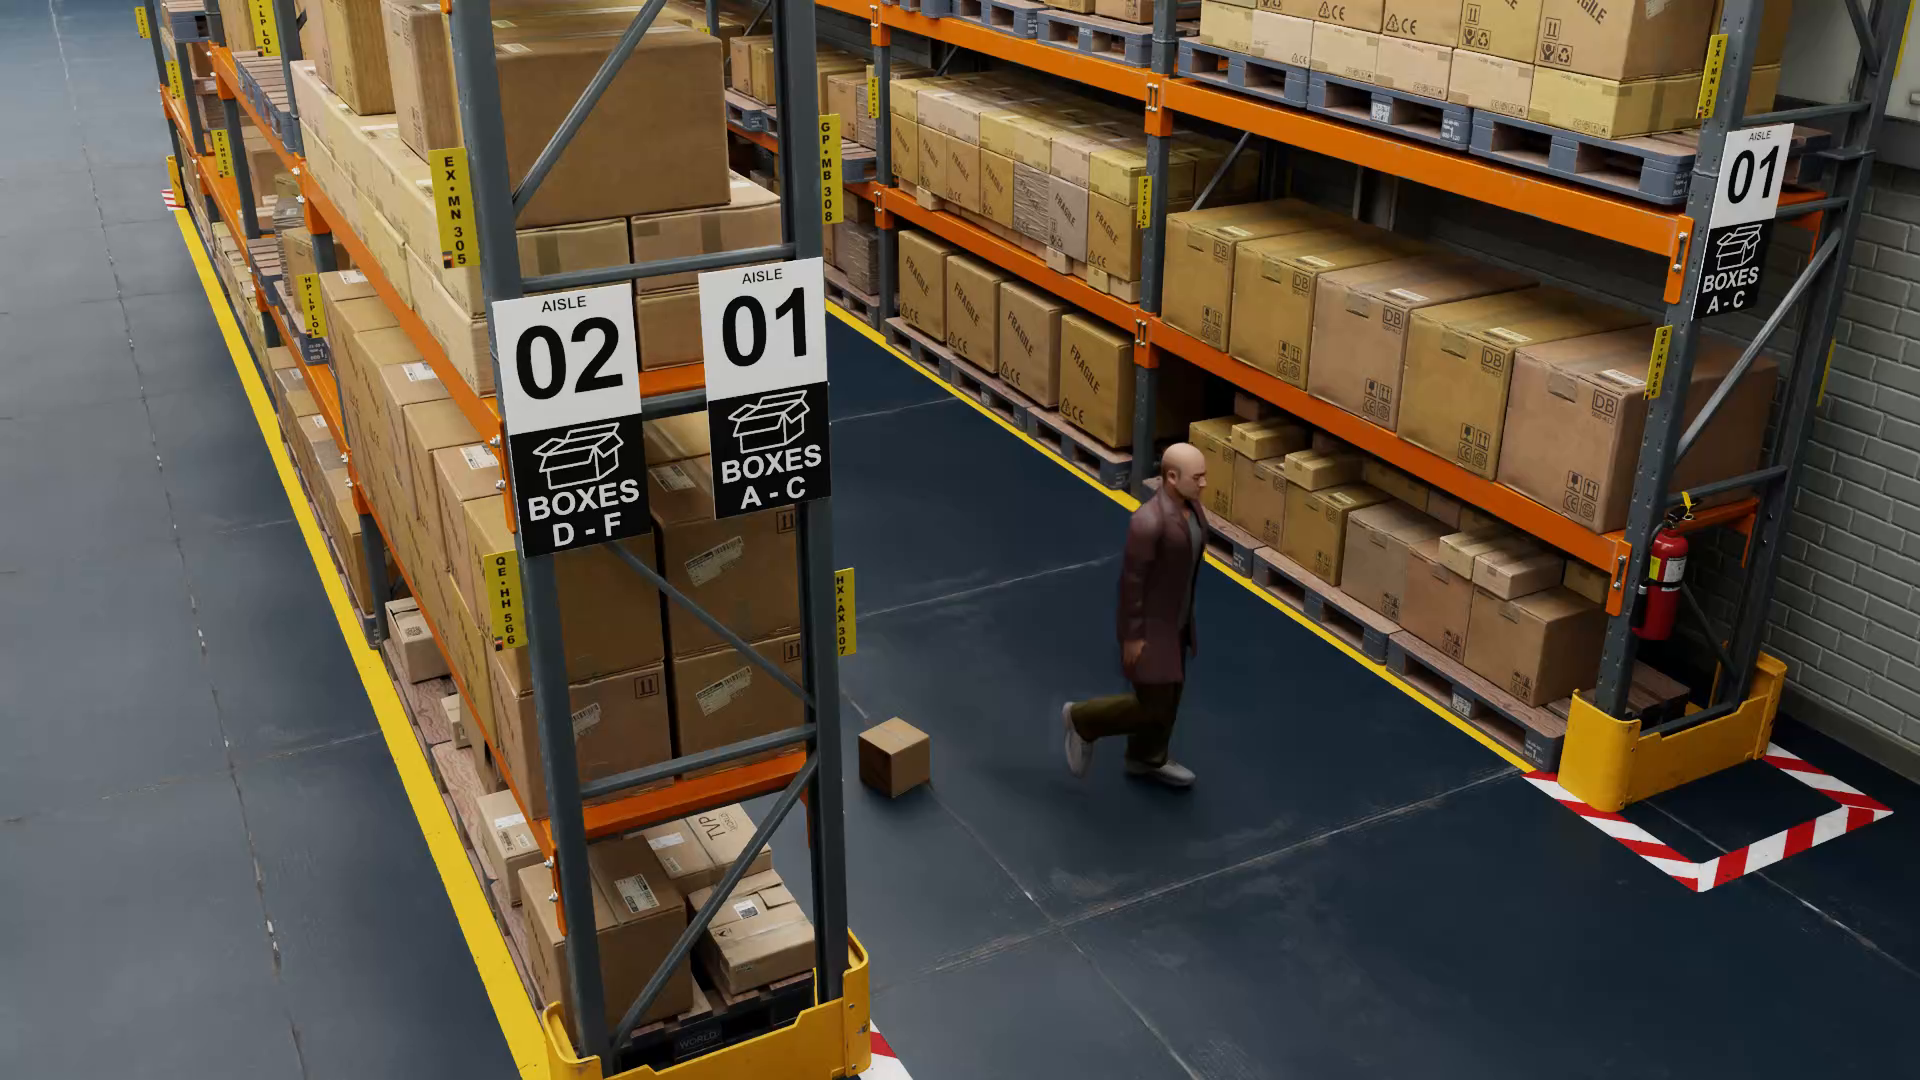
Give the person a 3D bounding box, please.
[{"bbox_3d":[0.829,0.356,7.794,0.636,1.770,0.602,14,29,28],"label":"person"}]
